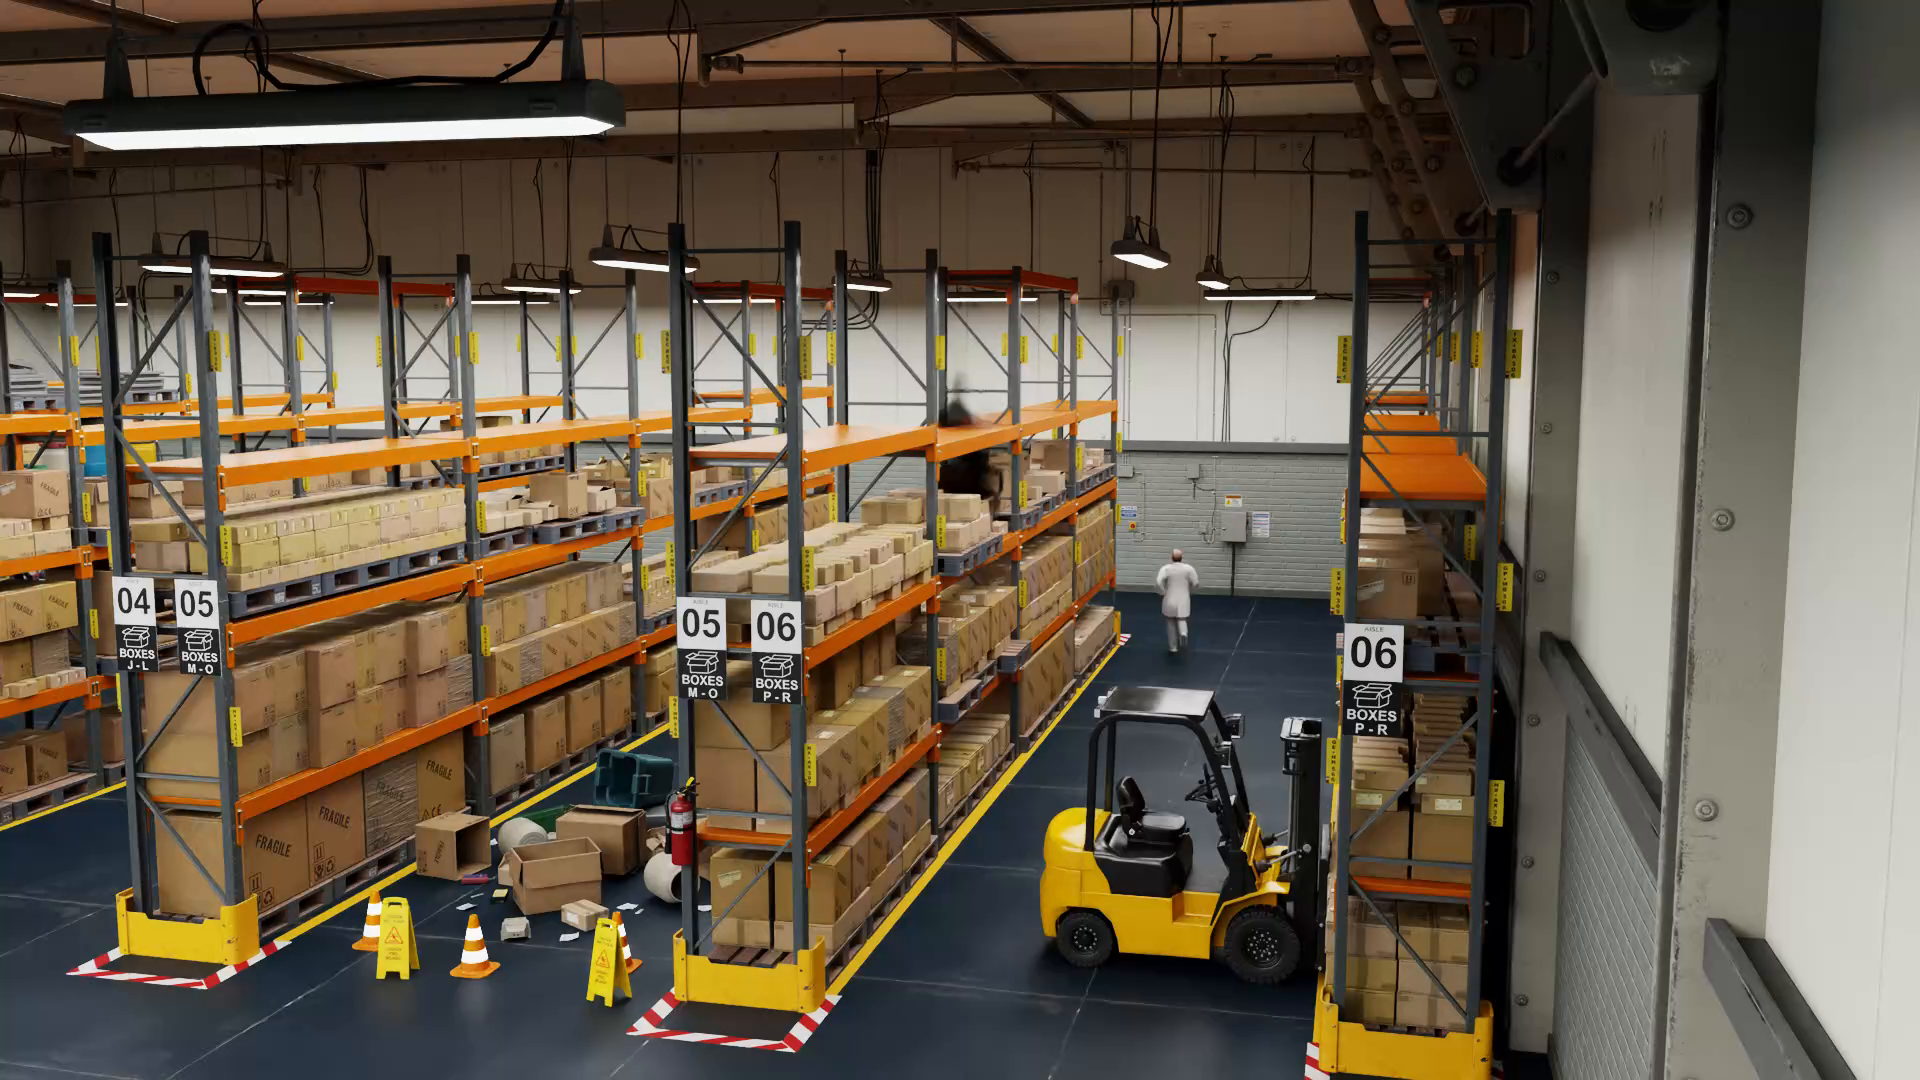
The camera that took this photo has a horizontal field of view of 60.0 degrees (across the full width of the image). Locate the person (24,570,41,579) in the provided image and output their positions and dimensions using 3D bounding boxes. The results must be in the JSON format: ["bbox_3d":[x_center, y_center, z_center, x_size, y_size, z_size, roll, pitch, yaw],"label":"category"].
[{"bbox_3d":[-16.042,0.836,28.312,0.661,1.781,0.951,1,7,6],"label":"person"}]

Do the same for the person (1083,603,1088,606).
[{"bbox_3d":[2.122,0.784,29.654,0.569,1.537,0.599,2,7,14],"label":"person"}]

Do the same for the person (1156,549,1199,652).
[{"bbox_3d":[3.521,0.996,27.075,0.712,1.739,0.928,0,7,1],"label":"person"}]
